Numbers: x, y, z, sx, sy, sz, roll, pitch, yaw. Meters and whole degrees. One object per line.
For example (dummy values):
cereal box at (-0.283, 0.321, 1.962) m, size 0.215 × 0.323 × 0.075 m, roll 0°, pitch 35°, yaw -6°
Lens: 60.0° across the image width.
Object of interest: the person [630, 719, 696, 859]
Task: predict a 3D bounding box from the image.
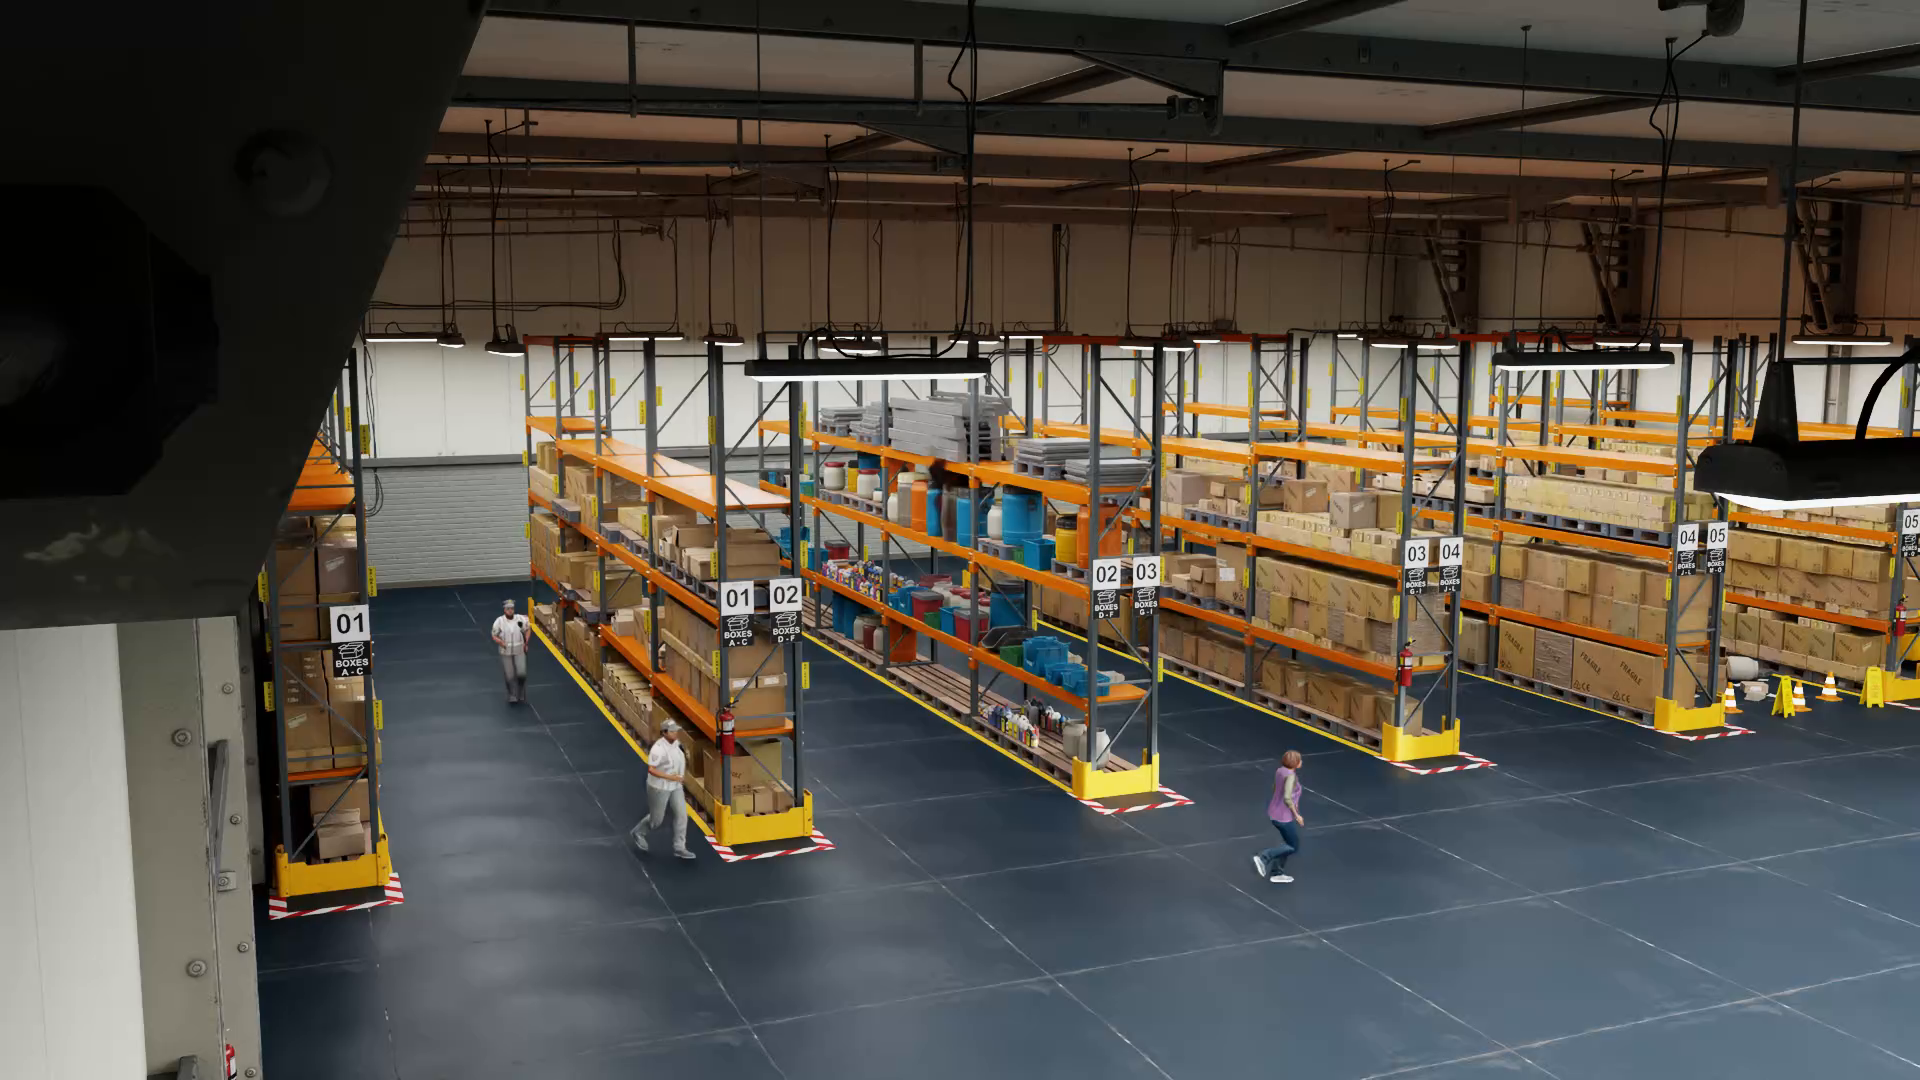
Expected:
person at (-3.503, 2.909, 19.592) m, size 0.893 × 1.632 × 0.608 m, roll 5°, pitch 9°, yaw 31°

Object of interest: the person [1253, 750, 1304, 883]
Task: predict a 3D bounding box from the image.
person at (3.574, 3.111, 18.653) m, size 0.587 × 1.542 × 0.567 m, roll -1°, pitch 8°, yaw -4°

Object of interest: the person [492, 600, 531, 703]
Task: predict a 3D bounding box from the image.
person at (-7.347, 1.842, 27.285) m, size 0.631 × 1.756 × 0.645 m, roll -2°, pitch 8°, yaw -17°
